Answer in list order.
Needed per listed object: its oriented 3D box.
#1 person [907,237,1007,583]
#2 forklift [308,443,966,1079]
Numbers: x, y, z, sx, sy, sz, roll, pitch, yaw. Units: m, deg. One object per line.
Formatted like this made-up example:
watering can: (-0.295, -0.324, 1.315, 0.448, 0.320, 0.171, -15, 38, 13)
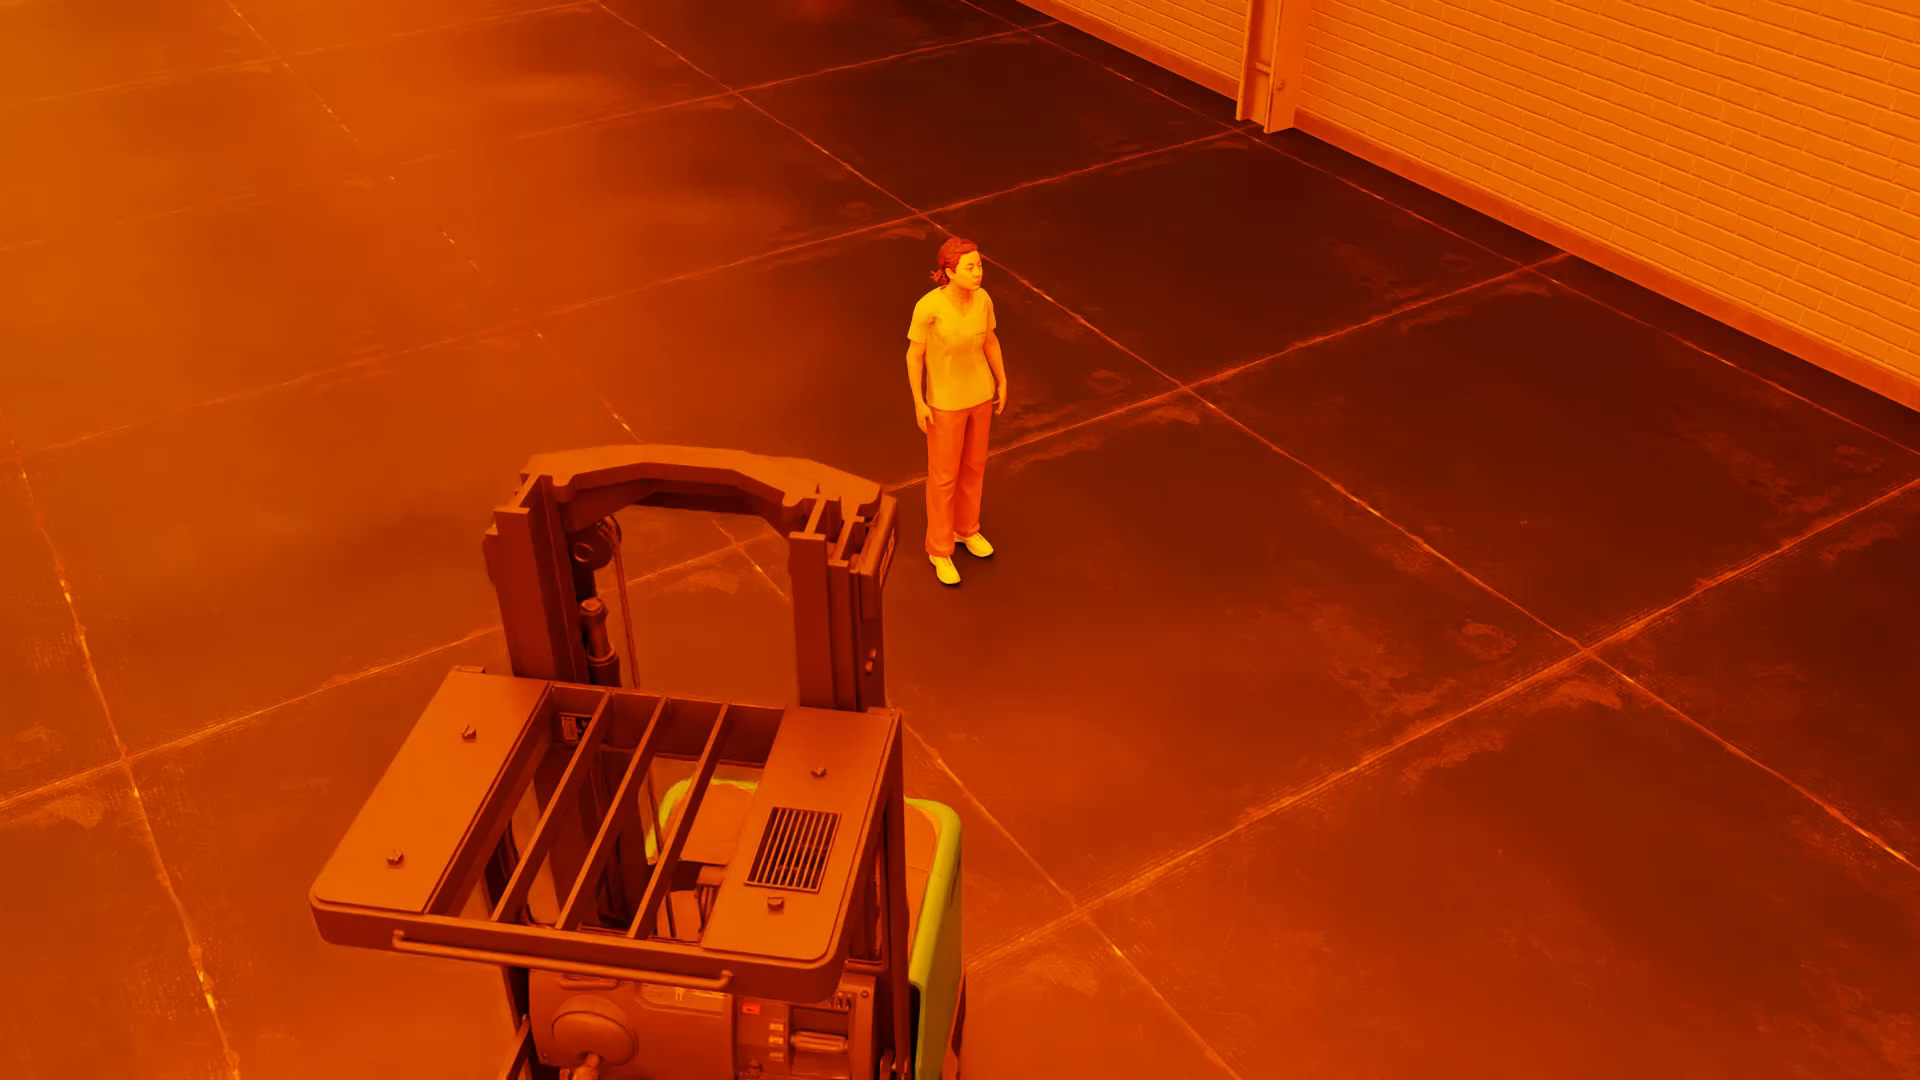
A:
person: (0.031, -0.652, 8.155, 0.553, 1.673, 0.548, -21, 40, -27)
forklift: (-0.715, 1.355, 4.219, 1.130, 2.935, 3.031, 5, 35, 7)
